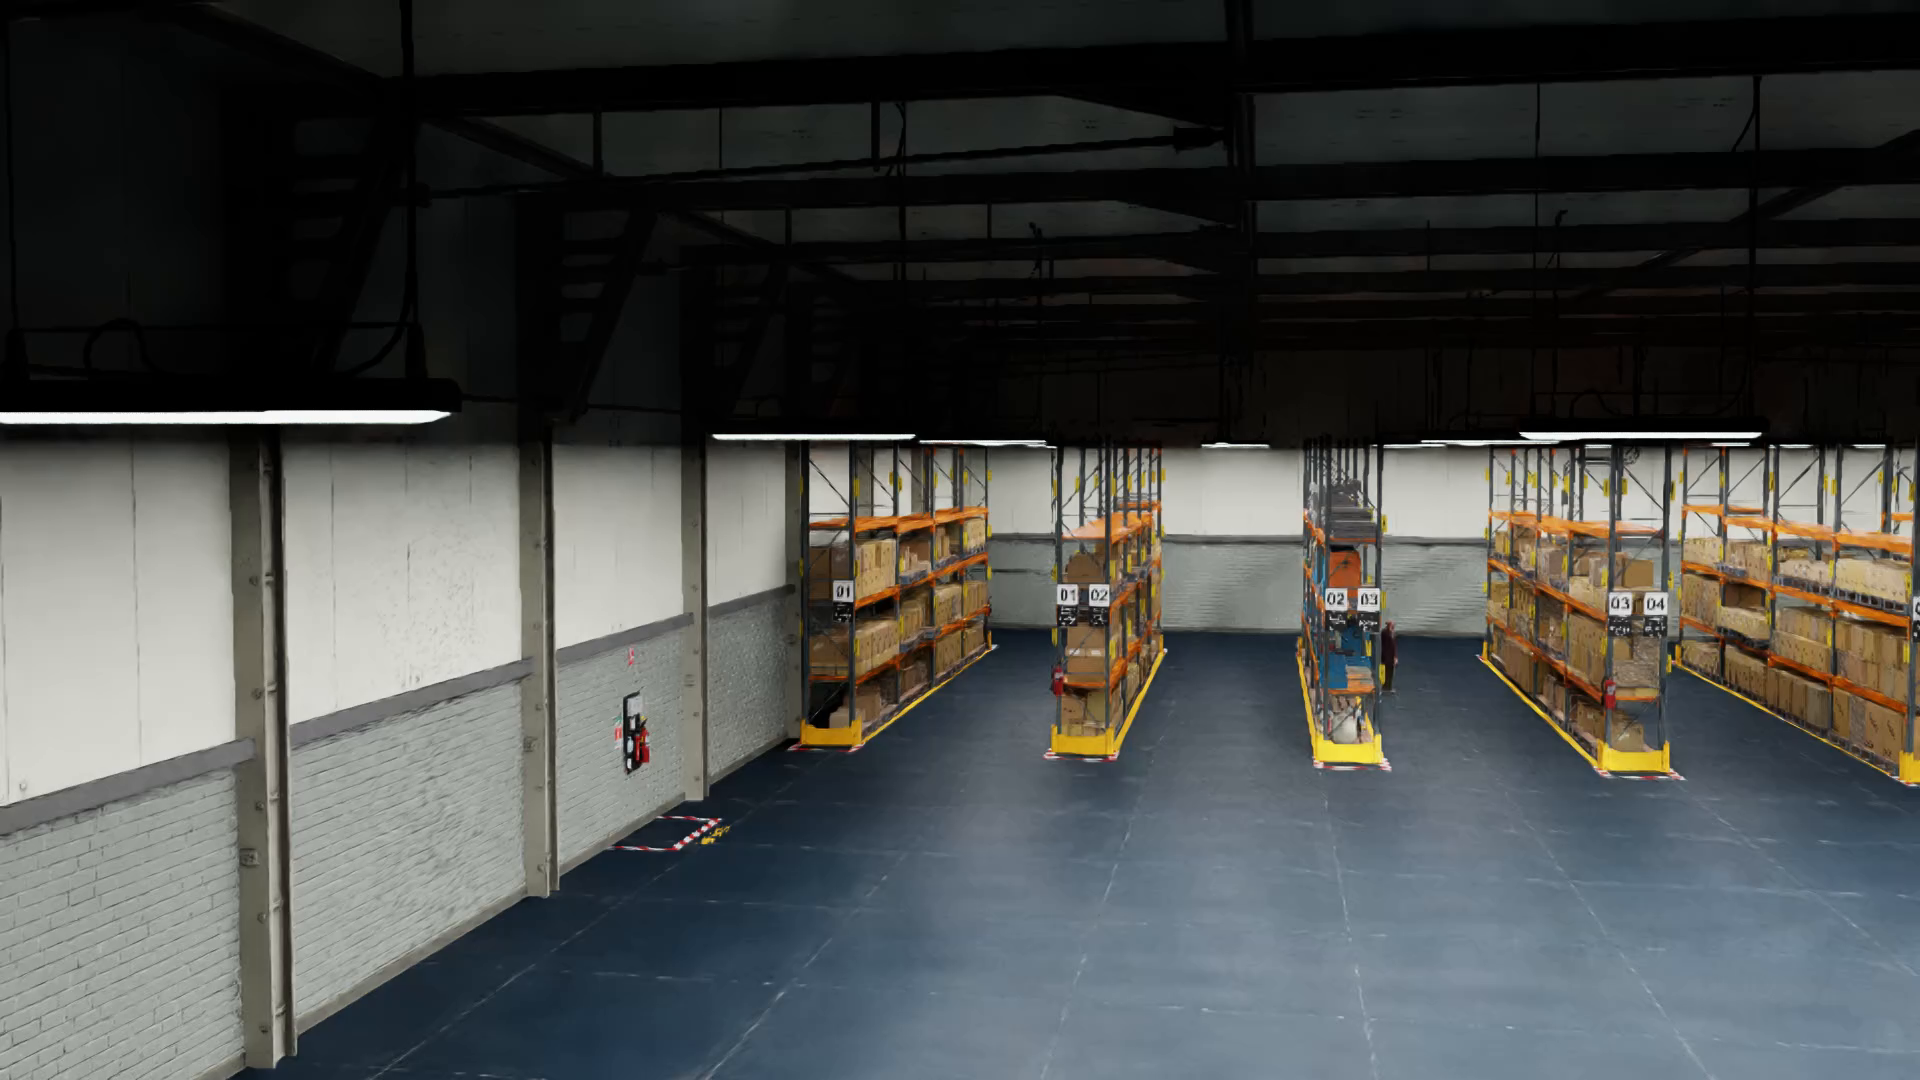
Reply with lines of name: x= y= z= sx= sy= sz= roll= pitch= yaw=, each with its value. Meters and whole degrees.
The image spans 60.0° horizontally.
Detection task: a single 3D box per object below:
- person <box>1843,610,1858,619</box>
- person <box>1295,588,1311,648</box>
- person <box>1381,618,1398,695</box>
person: x=24.366 y=2.441 z=45.430 sx=0.596 sy=1.658 sz=0.507 roll=-1 pitch=3 yaw=-22
person: x=9.931 y=2.249 z=47.759 sx=0.472 sy=1.763 sz=0.698 roll=2 pitch=4 yaw=37
person: x=10.086 y=2.703 z=38.957 sx=0.447 sy=1.784 sz=0.674 roll=0 pitch=3 yaw=-9
